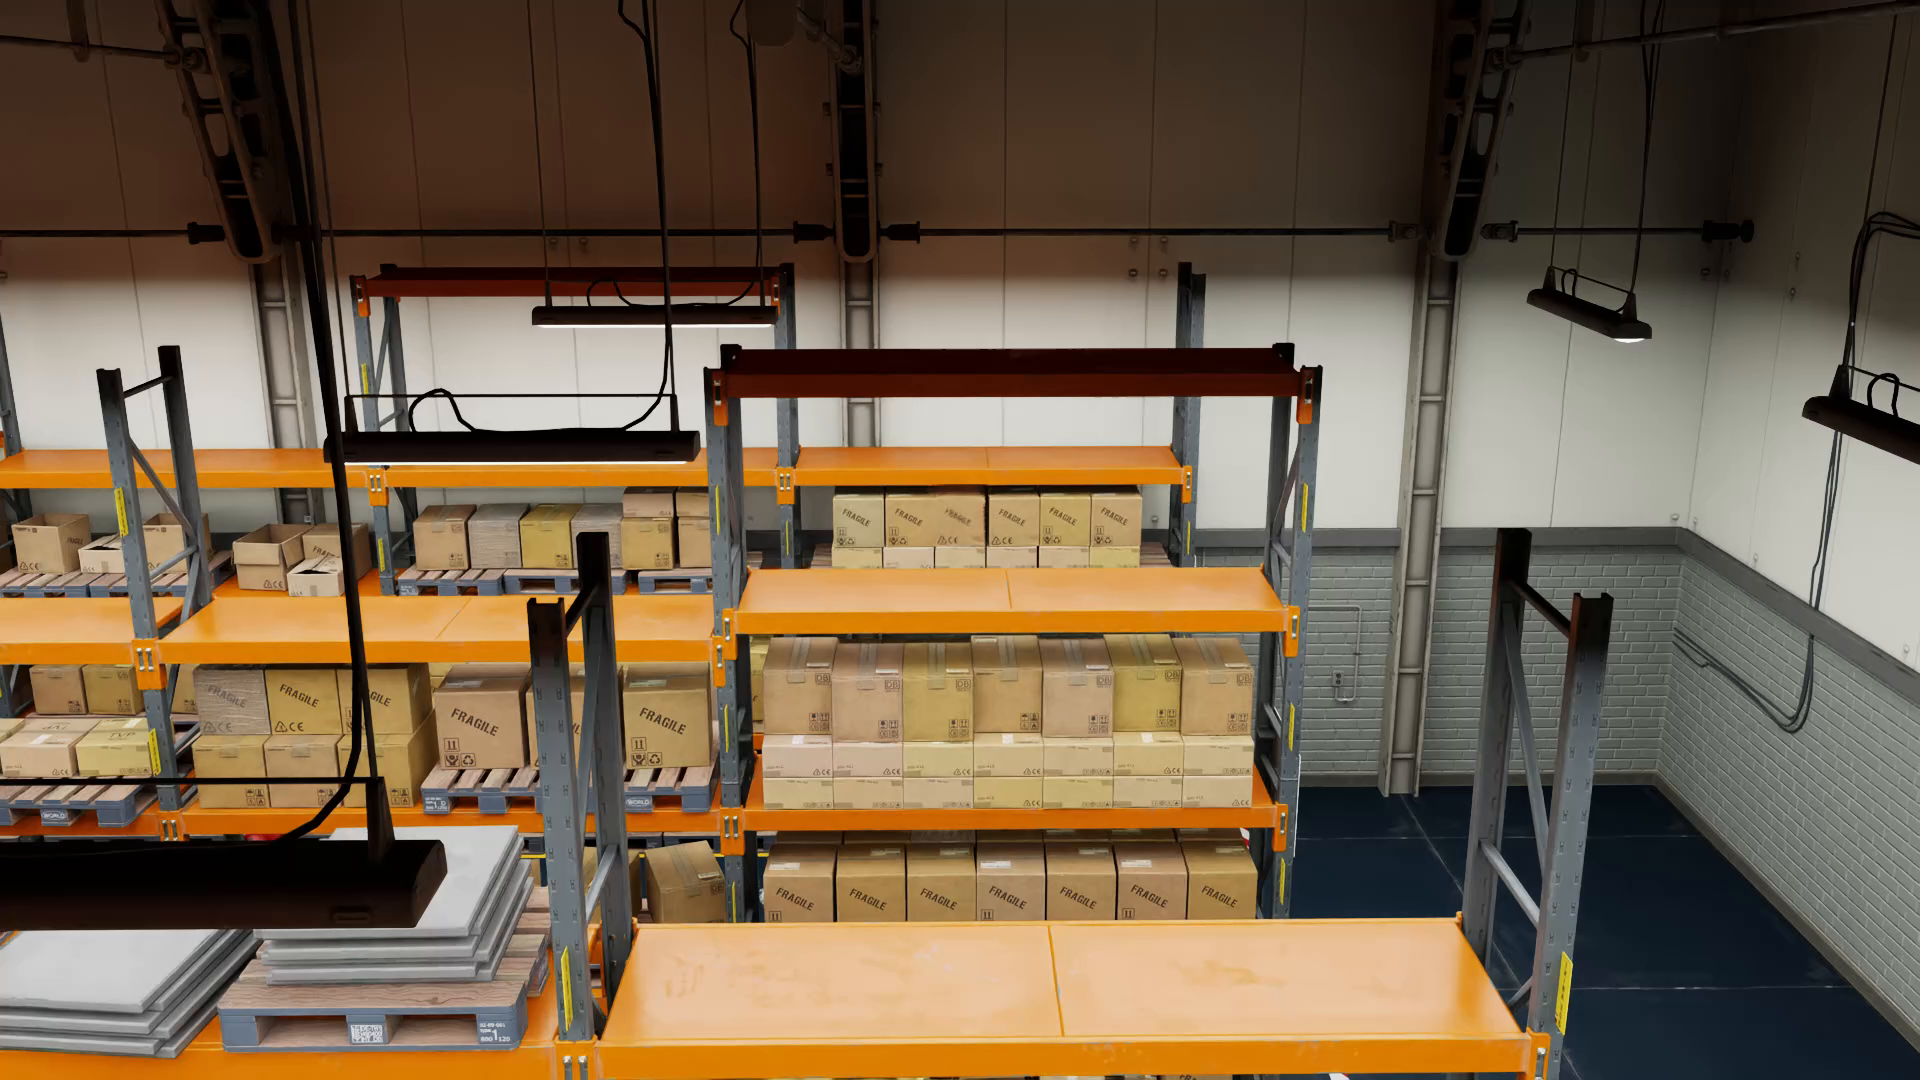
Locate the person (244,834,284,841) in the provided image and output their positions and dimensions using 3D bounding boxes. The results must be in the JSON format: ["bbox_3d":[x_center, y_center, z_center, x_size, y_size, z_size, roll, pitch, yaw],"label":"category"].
[{"bbox_3d":[-6.229,3.127,14.736,0.900,1.698,0.575,3,16,11],"label":"person"}]

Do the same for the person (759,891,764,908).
[{"bbox_3d":[-1.441,3.124,14.820,0.748,1.698,0.592,3,16,11],"label":"person"}]
